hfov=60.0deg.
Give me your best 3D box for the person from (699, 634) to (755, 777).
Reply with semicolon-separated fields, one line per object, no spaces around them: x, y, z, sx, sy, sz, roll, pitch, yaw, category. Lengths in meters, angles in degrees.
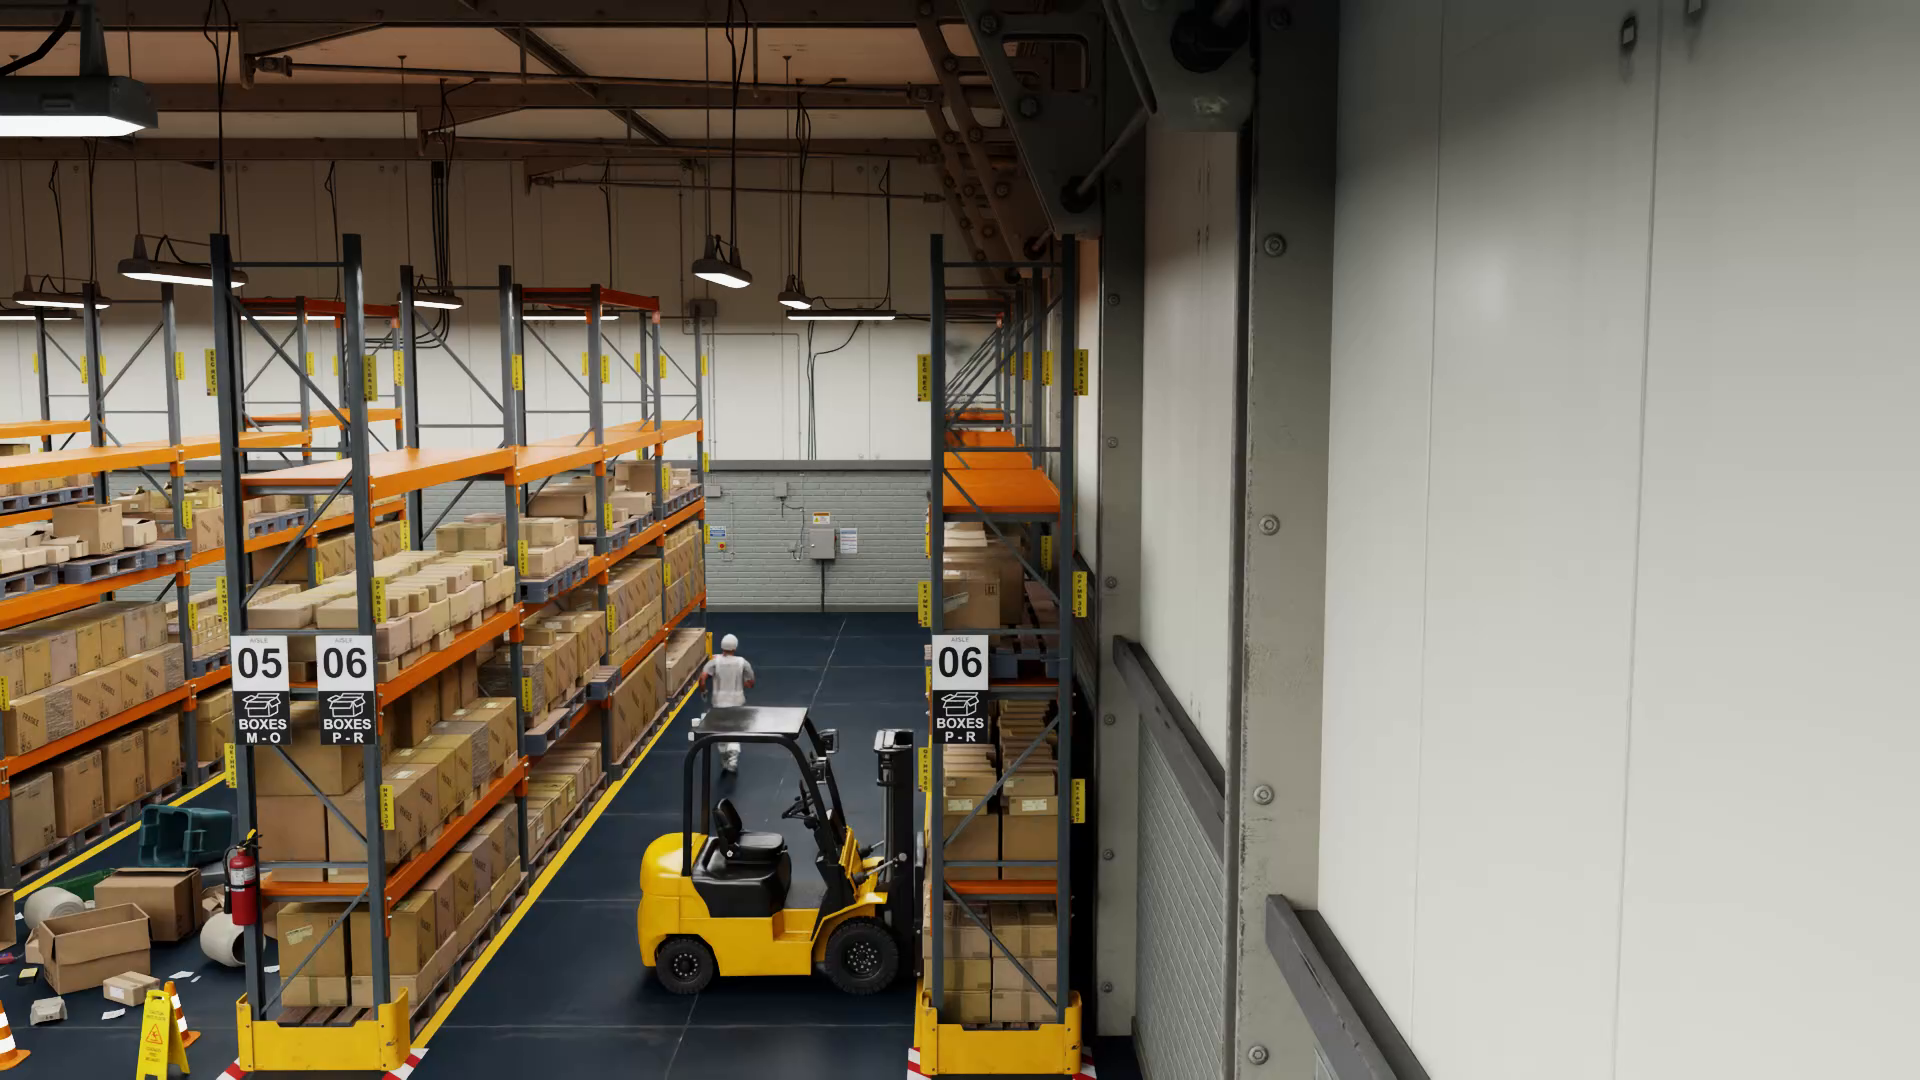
-2.827;2.030;20.298;0.667;1.790;1.002;0;6;-3;person
